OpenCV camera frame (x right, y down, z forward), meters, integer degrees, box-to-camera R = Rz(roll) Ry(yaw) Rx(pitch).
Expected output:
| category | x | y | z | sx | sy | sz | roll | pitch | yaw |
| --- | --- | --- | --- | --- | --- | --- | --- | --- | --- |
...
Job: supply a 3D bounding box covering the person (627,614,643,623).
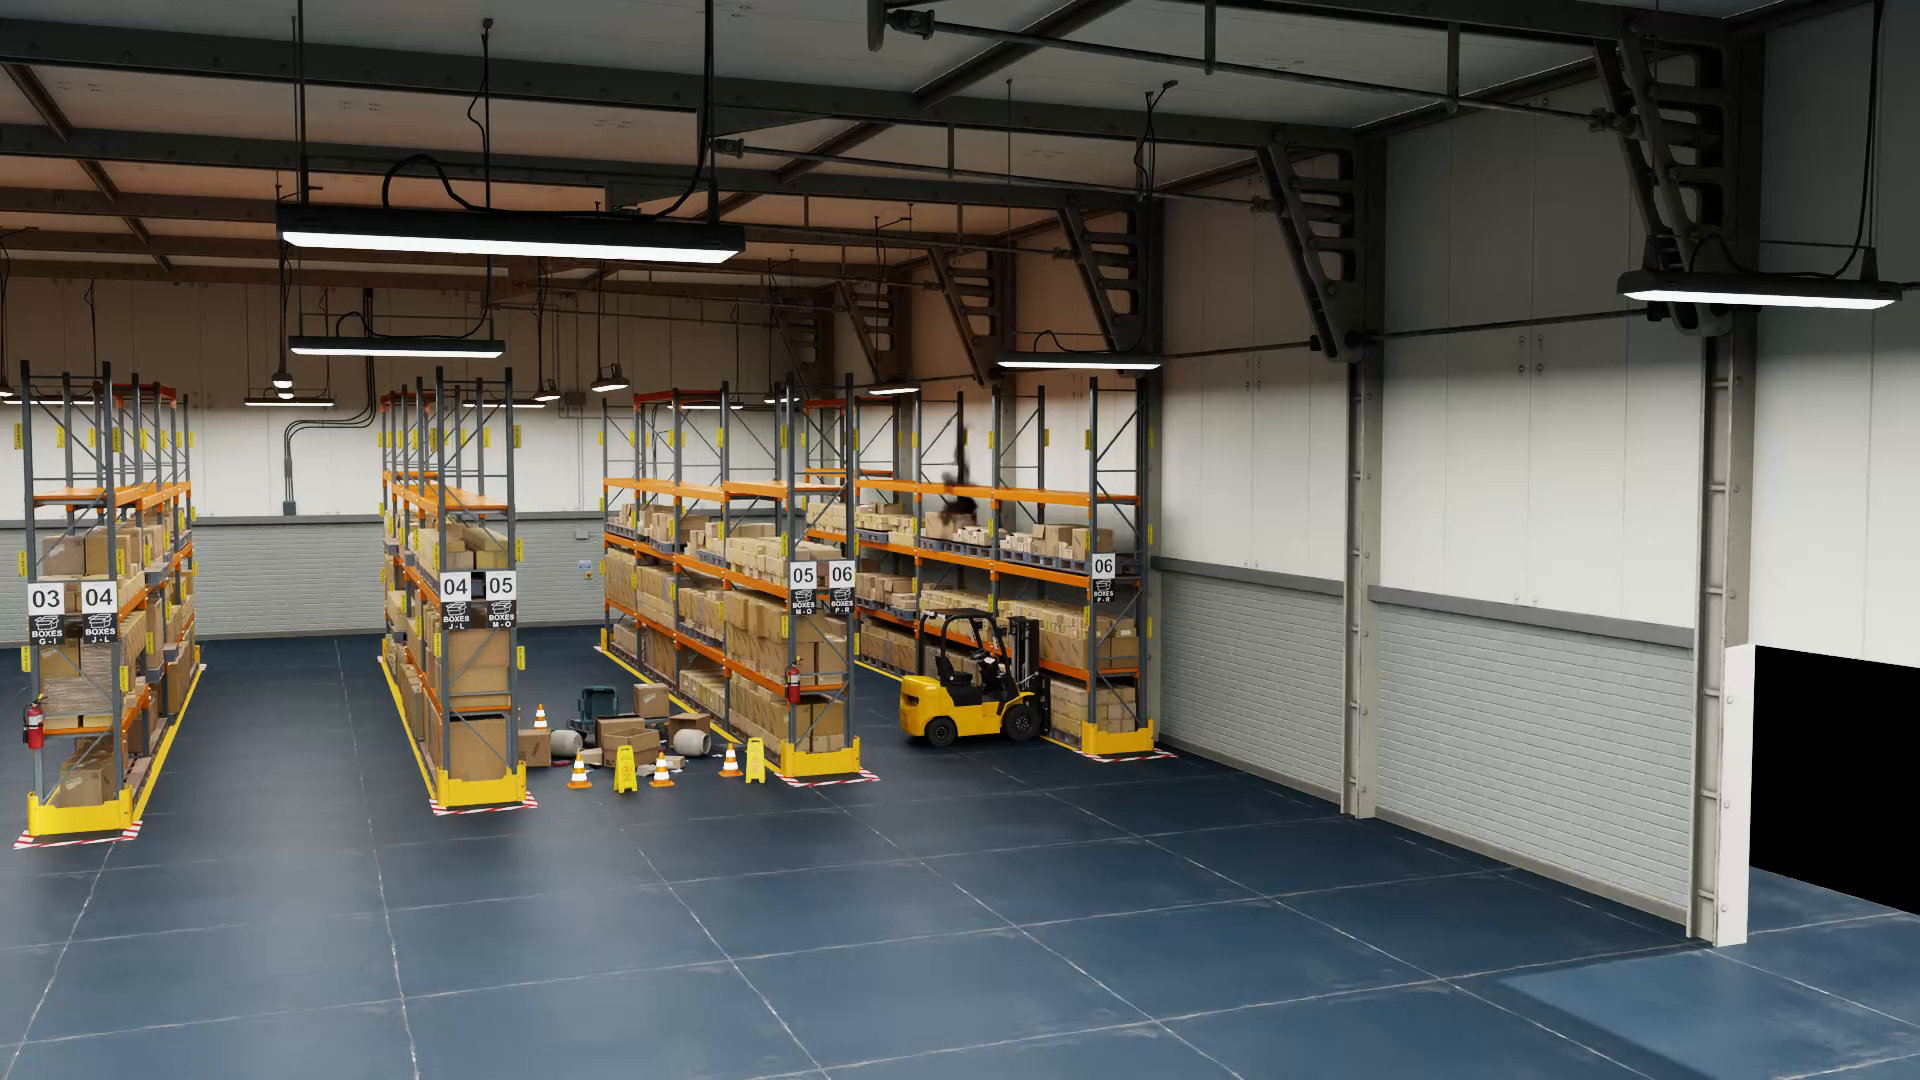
| category | x | y | z | sx | sy | sz | roll | pitch | yaw |
| --- | --- | --- | --- | --- | --- | --- | --- | --- | --- |
| person | -8.118 | 1.612 | 41.583 | 0.853 | 1.833 | 0.651 | -3 | 4 | -37 |
